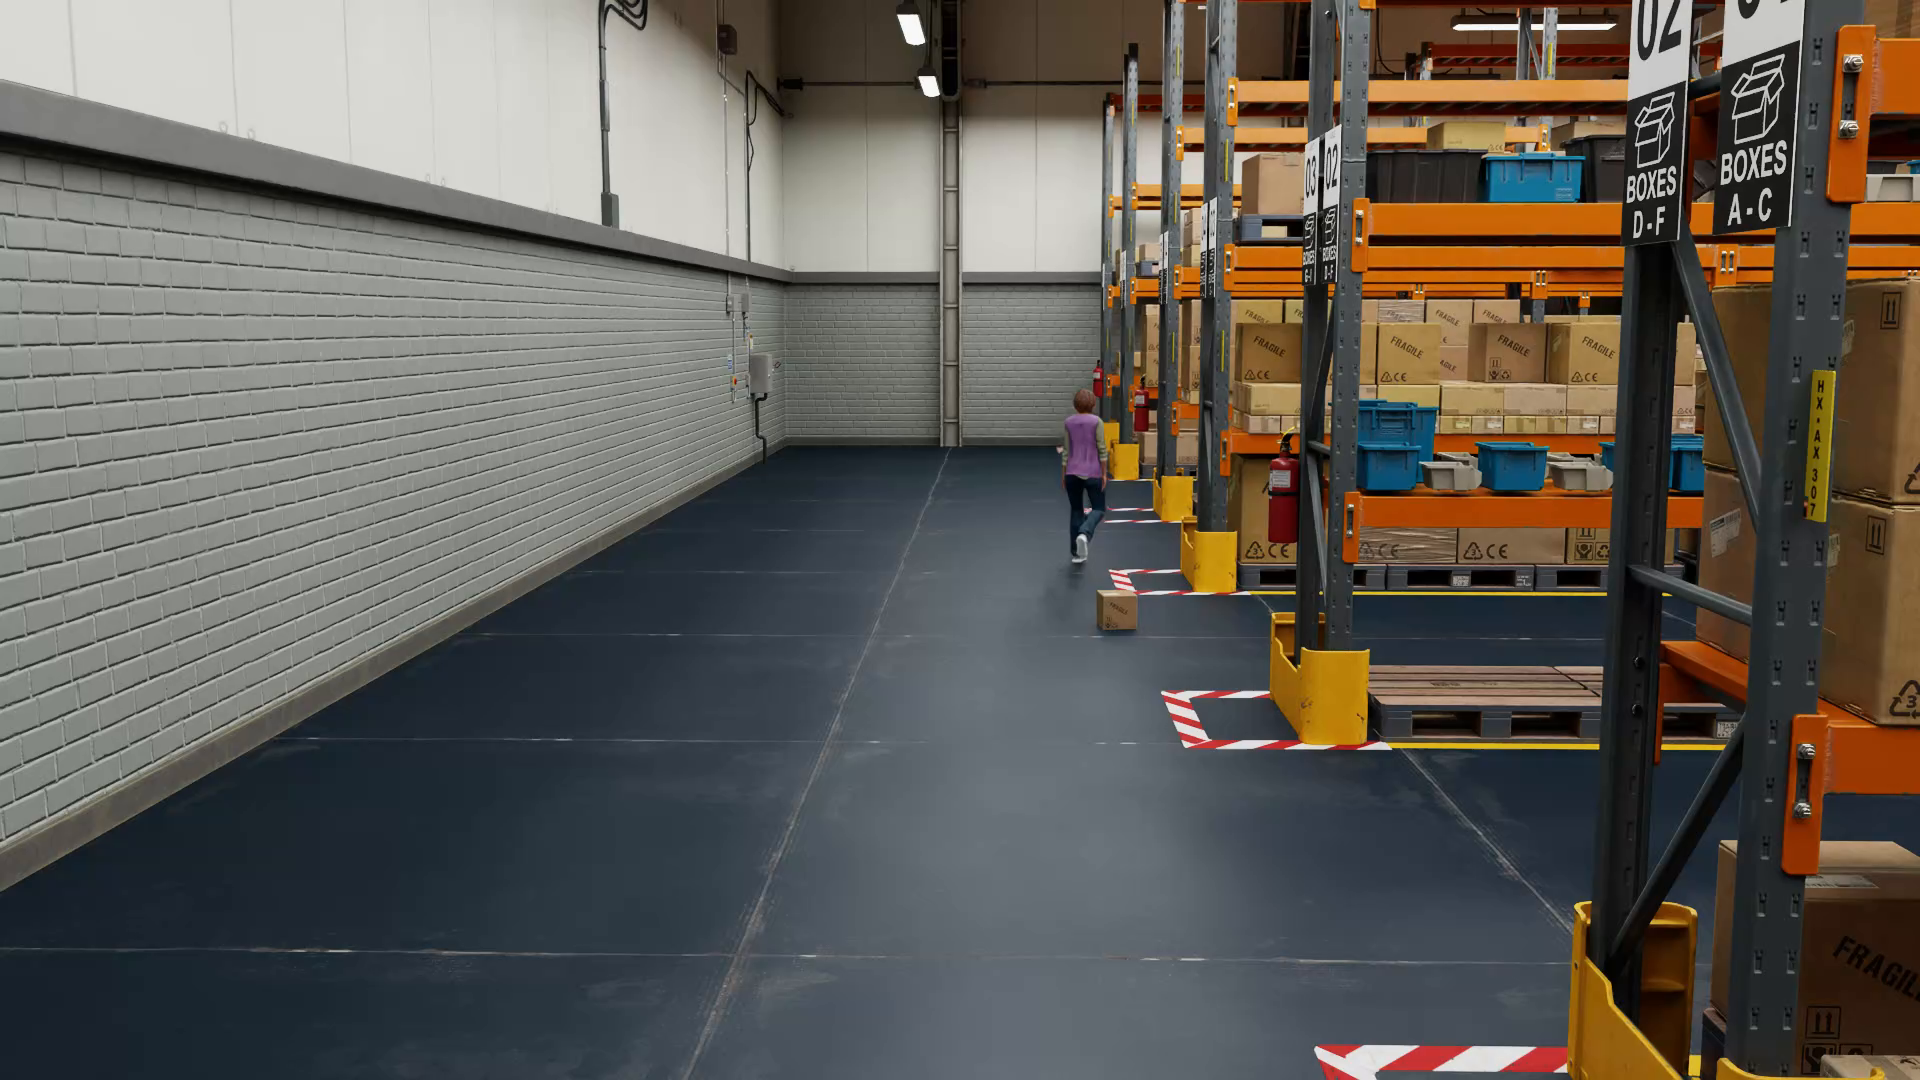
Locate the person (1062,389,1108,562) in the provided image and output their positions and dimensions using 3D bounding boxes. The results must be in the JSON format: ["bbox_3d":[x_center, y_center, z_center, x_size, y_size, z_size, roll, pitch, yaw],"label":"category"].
[{"bbox_3d":[1.108,-0.564,15.007,0.458,1.587,0.582,3,8,22],"label":"person"}]
